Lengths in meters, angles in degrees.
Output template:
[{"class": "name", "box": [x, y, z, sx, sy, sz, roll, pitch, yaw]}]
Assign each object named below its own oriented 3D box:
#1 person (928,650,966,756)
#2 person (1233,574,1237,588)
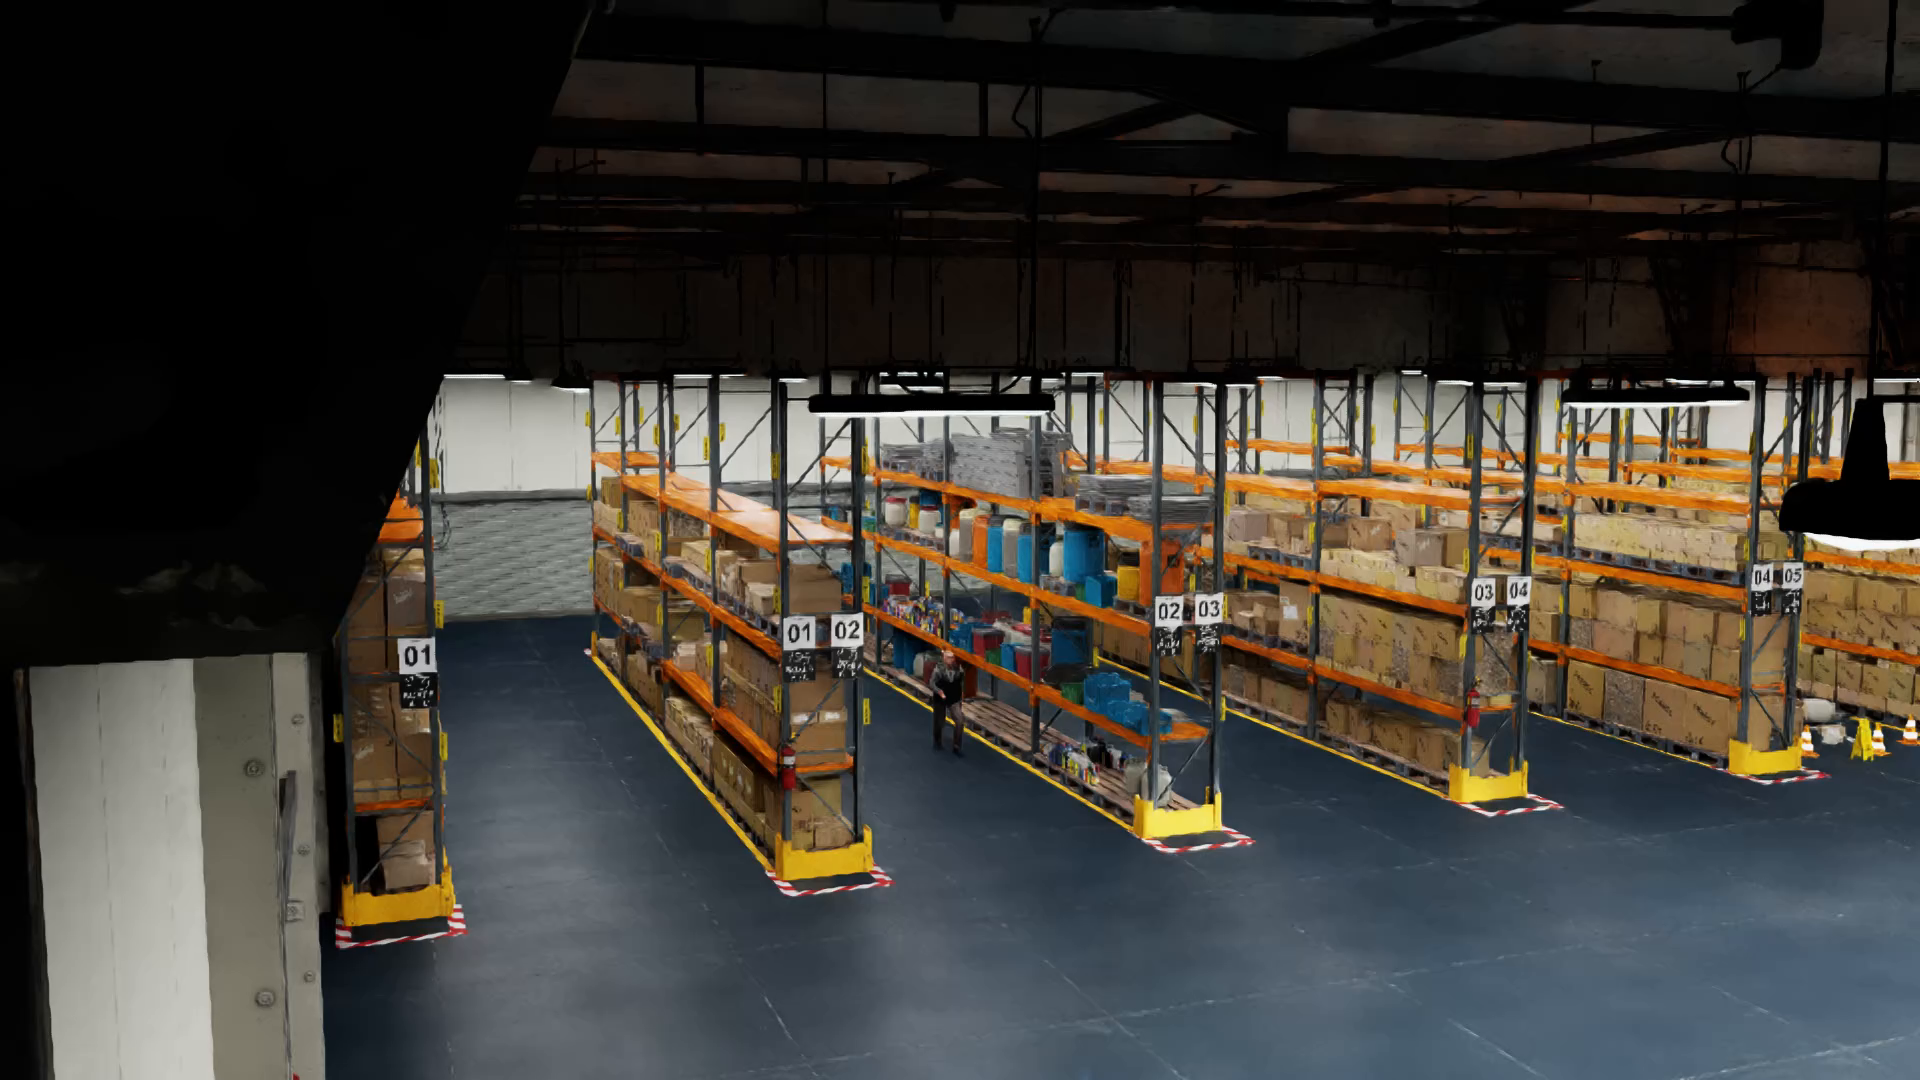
[{"class": "person", "box": [-0.196, 2.602, 26.445, 0.675, 1.572, 0.866, -2, 7, -15]}, {"class": "person", "box": [7.297, 0.703, 43.425, 0.473, 1.589, 0.501, 2, 7, 18]}]
